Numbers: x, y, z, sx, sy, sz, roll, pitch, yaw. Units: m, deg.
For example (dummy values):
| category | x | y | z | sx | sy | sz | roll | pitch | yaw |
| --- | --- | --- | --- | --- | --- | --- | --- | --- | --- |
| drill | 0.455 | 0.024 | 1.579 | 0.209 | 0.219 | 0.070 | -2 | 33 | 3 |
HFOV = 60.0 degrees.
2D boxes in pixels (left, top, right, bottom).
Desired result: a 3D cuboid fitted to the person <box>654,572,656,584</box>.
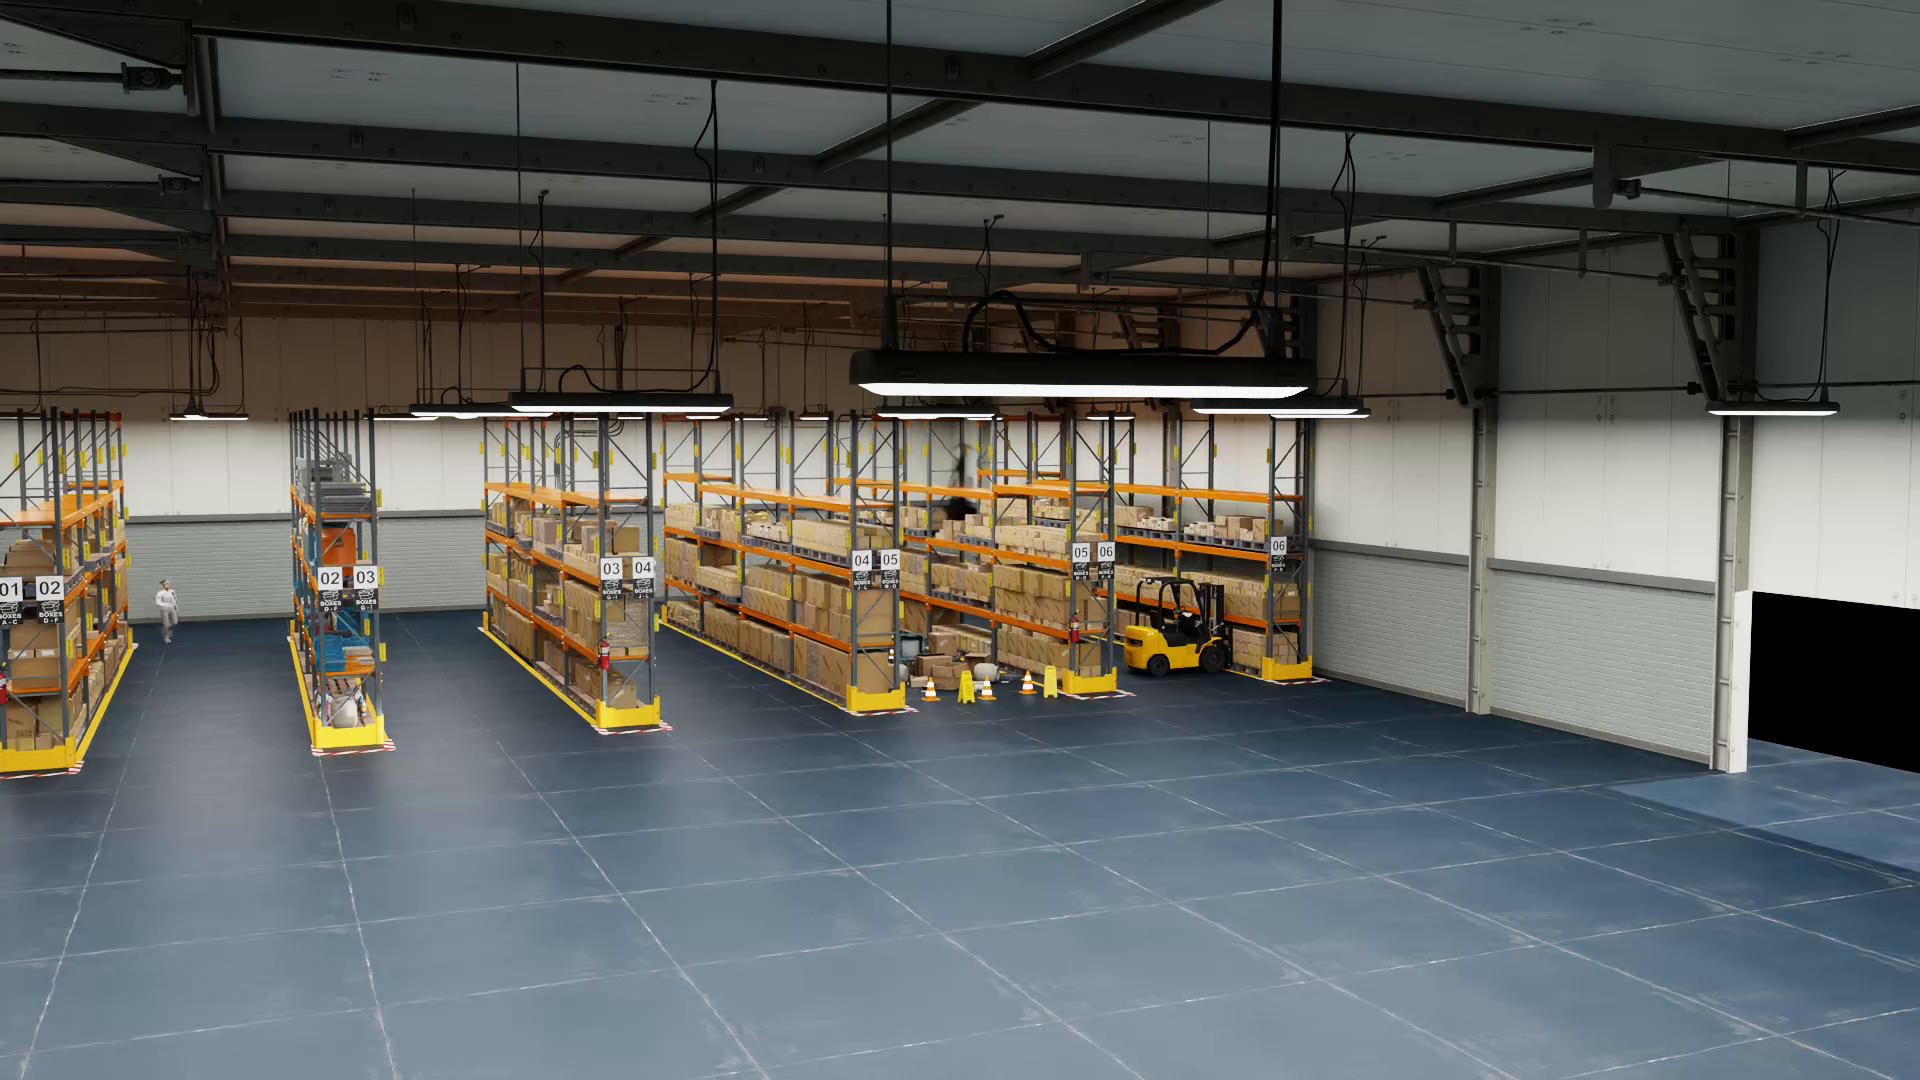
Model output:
| category | x | y | z | sx | sy | sz | roll | pitch | yaw |
| --- | --- | --- | --- | --- | --- | --- | --- | --- | --- |
| person | -9.183 | 1.475 | 48.543 | 0.625 | 1.775 | 0.715 | 2 | 4 | 26 |

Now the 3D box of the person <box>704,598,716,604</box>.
| category | x | y | z | sx | sy | sz | roll | pitch | yaw |
| --- | --- | --- | --- | --- | --- | --- | --- | --- | --- |
| person | -7.527 | 1.418 | 49.327 | 0.600 | 1.708 | 0.744 | 1 | 4 | 14 |

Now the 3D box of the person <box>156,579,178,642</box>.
| category | x | y | z | sx | sy | sz | roll | pitch | yaw |
| --- | --- | --- | --- | --- | --- | --- | --- | --- | --- |
| person | -20.714 | 1.848 | 43.540 | 0.535 | 1.659 | 0.603 | 3 | 5 | 39 |
